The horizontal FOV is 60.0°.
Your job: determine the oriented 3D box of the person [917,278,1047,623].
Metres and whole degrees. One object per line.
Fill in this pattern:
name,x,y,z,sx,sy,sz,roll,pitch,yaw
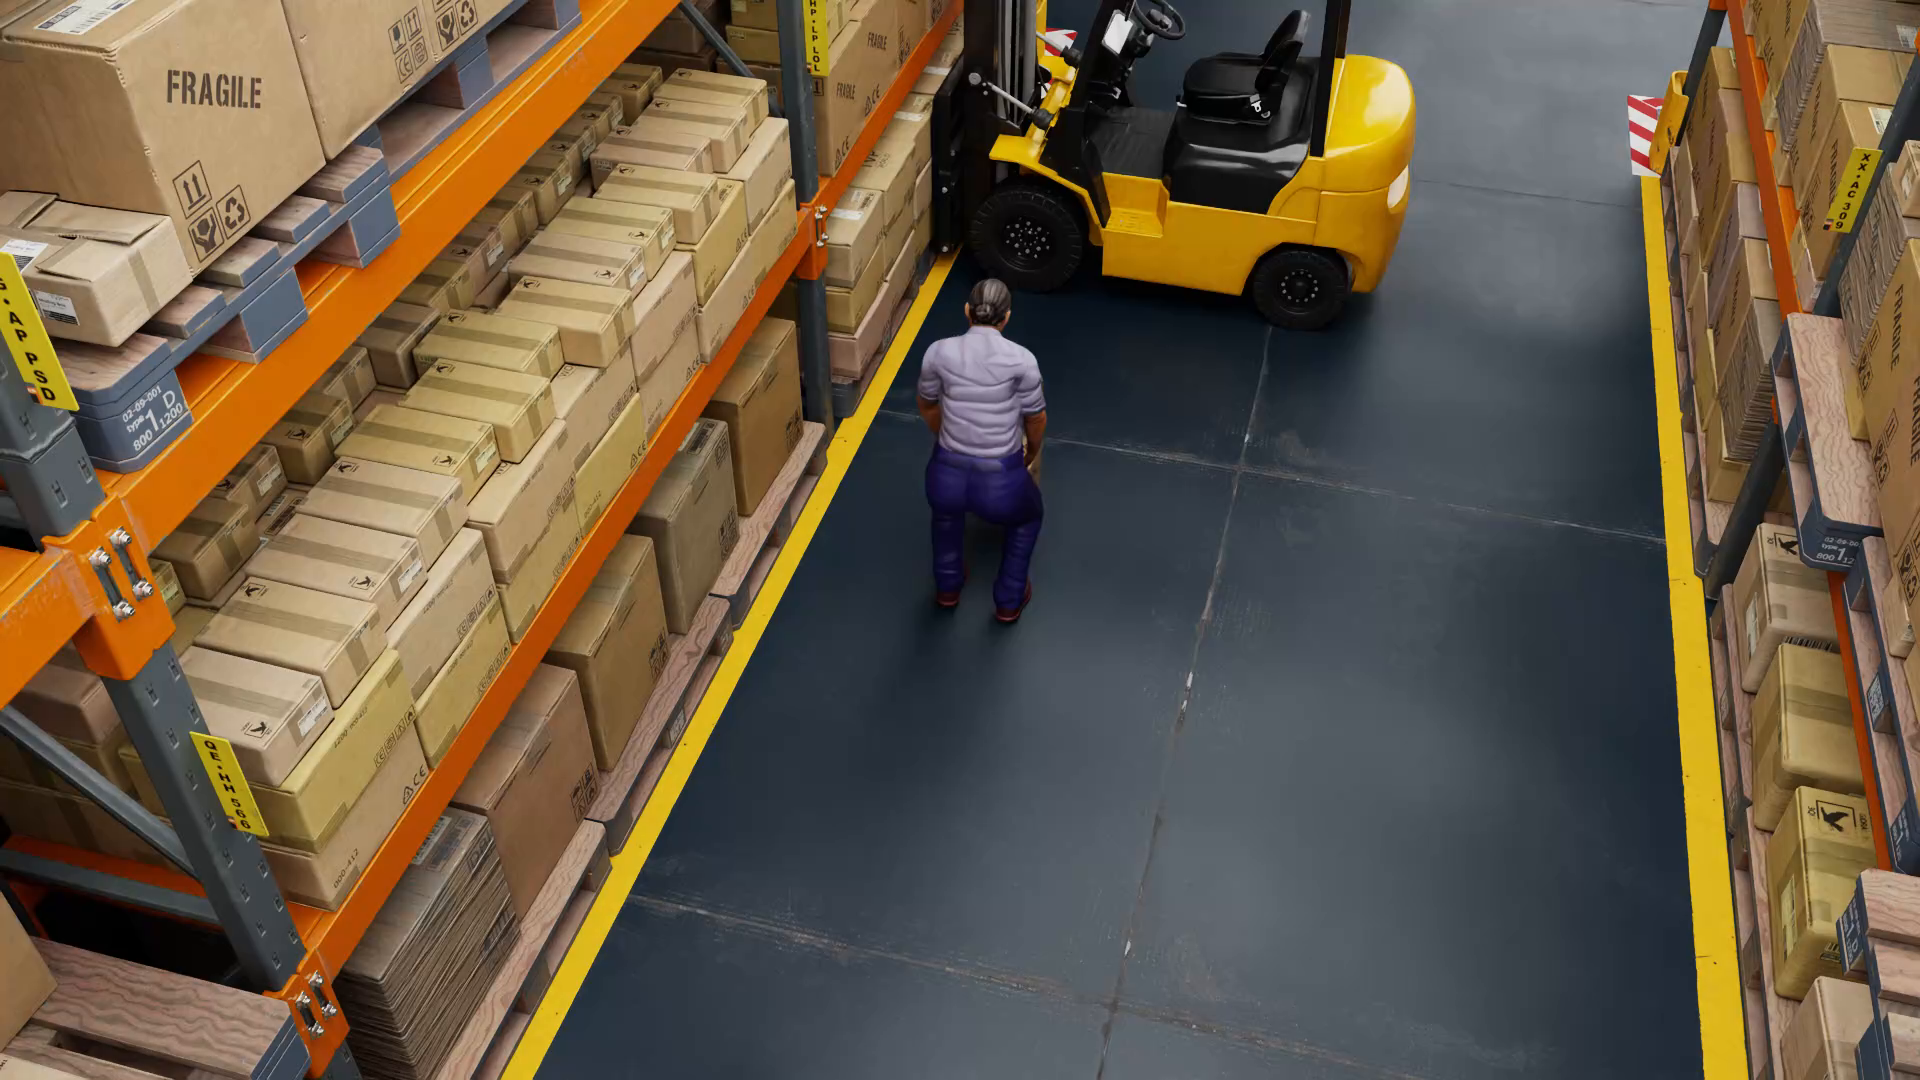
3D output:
person,0.064,-0.313,6.689,0.530,1.446,0.594,10,42,12
